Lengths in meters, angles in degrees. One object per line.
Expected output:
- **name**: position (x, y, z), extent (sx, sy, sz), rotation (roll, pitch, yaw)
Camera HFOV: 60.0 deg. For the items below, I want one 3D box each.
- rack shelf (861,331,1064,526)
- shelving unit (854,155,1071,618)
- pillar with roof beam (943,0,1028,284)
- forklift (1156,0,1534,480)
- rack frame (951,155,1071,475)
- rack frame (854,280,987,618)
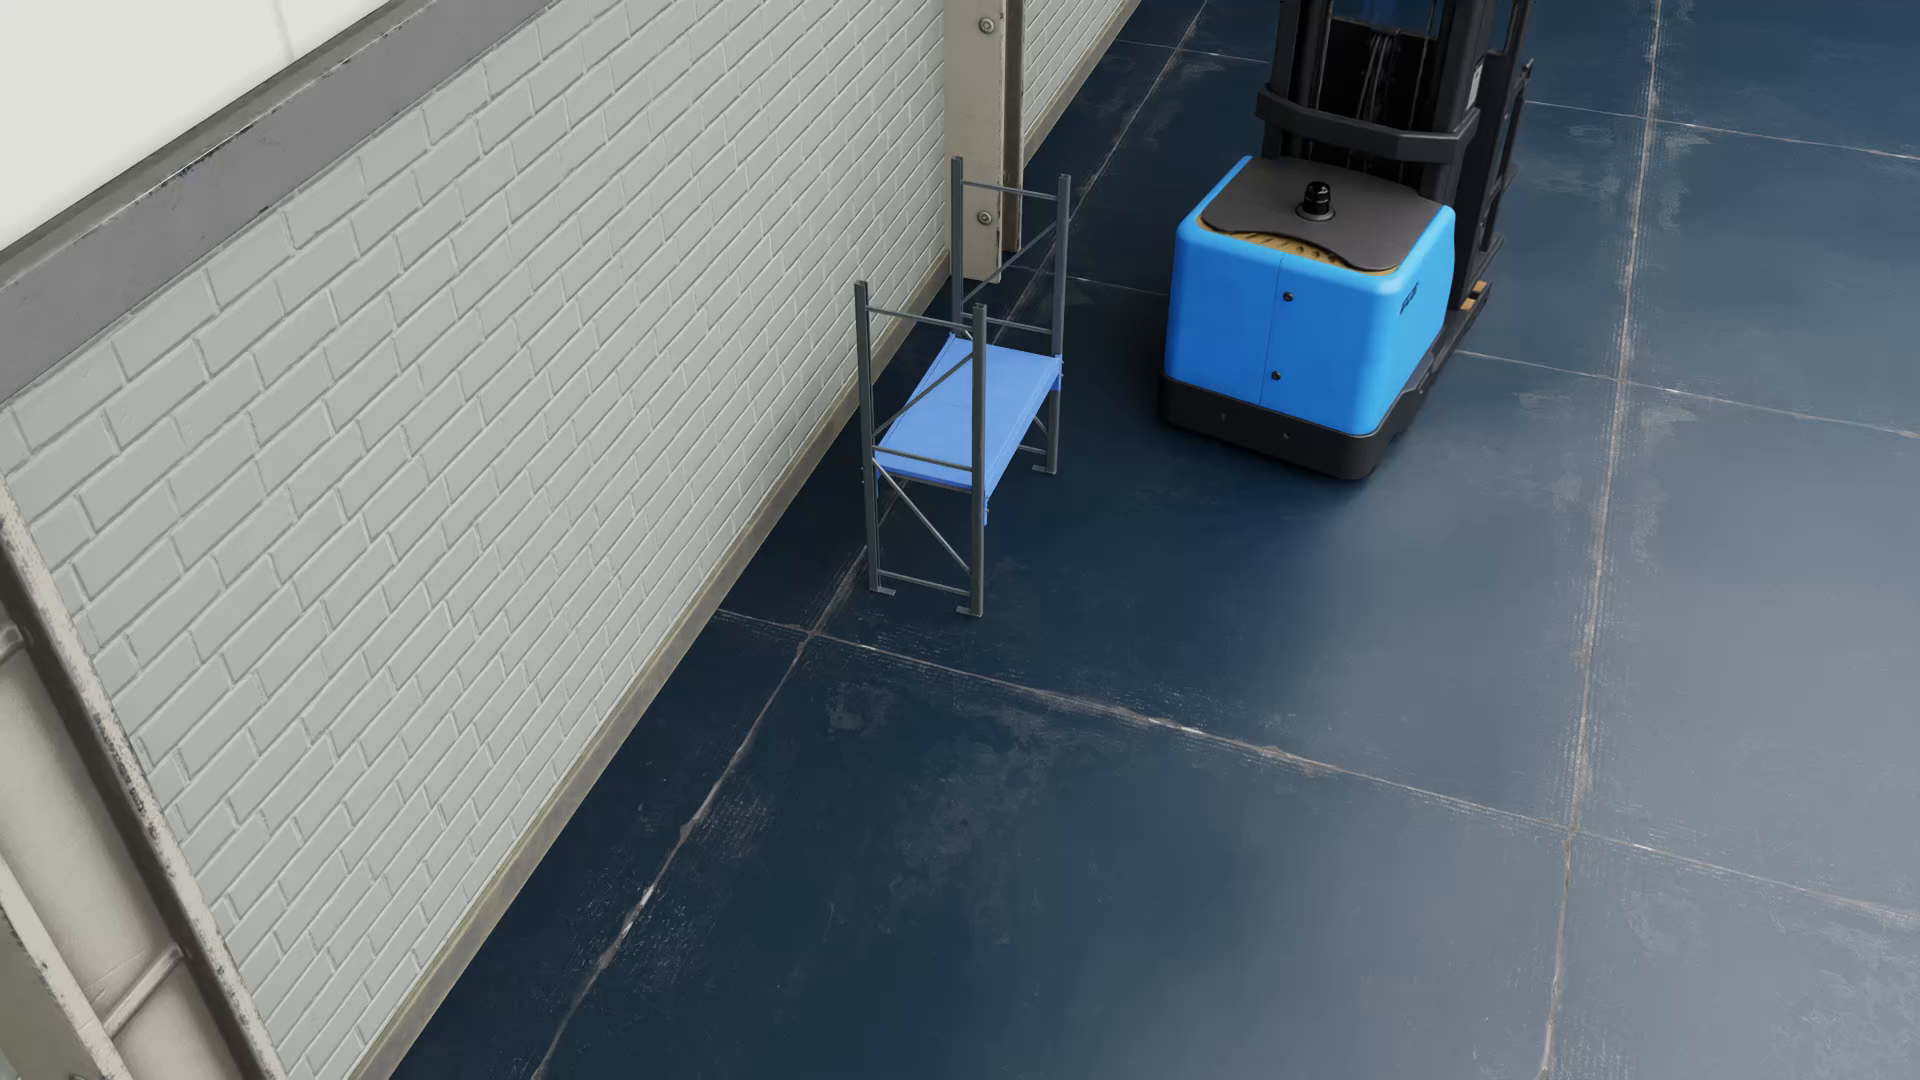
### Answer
- **rack shelf**: position (0.029, -0.486, 6.941), extent (0.538, 0.185, 1.000), rotation (13, 42, 15)
- **shelving unit**: position (0.029, -0.623, 6.824), extent (0.538, 1.500, 1.048), rotation (13, 42, 15)
- **pillar with roof beam**: position (4.170, -3.986, 4.989), extent (9.100, 9.000, 0.400), rotation (13, 42, 15)
- **forklift**: position (2.099, -2.326, 7.718), extent (1.130, 2.935, 3.031), rotation (21, 45, 22)
- **rack frame**: position (0.203, -0.933, 7.188), extent (0.500, 1.500, 0.032), rotation (13, 42, 15)
- **rack frame**: position (-0.145, -0.313, 6.461), extent (0.500, 1.500, 0.032), rotation (13, 42, 15)
